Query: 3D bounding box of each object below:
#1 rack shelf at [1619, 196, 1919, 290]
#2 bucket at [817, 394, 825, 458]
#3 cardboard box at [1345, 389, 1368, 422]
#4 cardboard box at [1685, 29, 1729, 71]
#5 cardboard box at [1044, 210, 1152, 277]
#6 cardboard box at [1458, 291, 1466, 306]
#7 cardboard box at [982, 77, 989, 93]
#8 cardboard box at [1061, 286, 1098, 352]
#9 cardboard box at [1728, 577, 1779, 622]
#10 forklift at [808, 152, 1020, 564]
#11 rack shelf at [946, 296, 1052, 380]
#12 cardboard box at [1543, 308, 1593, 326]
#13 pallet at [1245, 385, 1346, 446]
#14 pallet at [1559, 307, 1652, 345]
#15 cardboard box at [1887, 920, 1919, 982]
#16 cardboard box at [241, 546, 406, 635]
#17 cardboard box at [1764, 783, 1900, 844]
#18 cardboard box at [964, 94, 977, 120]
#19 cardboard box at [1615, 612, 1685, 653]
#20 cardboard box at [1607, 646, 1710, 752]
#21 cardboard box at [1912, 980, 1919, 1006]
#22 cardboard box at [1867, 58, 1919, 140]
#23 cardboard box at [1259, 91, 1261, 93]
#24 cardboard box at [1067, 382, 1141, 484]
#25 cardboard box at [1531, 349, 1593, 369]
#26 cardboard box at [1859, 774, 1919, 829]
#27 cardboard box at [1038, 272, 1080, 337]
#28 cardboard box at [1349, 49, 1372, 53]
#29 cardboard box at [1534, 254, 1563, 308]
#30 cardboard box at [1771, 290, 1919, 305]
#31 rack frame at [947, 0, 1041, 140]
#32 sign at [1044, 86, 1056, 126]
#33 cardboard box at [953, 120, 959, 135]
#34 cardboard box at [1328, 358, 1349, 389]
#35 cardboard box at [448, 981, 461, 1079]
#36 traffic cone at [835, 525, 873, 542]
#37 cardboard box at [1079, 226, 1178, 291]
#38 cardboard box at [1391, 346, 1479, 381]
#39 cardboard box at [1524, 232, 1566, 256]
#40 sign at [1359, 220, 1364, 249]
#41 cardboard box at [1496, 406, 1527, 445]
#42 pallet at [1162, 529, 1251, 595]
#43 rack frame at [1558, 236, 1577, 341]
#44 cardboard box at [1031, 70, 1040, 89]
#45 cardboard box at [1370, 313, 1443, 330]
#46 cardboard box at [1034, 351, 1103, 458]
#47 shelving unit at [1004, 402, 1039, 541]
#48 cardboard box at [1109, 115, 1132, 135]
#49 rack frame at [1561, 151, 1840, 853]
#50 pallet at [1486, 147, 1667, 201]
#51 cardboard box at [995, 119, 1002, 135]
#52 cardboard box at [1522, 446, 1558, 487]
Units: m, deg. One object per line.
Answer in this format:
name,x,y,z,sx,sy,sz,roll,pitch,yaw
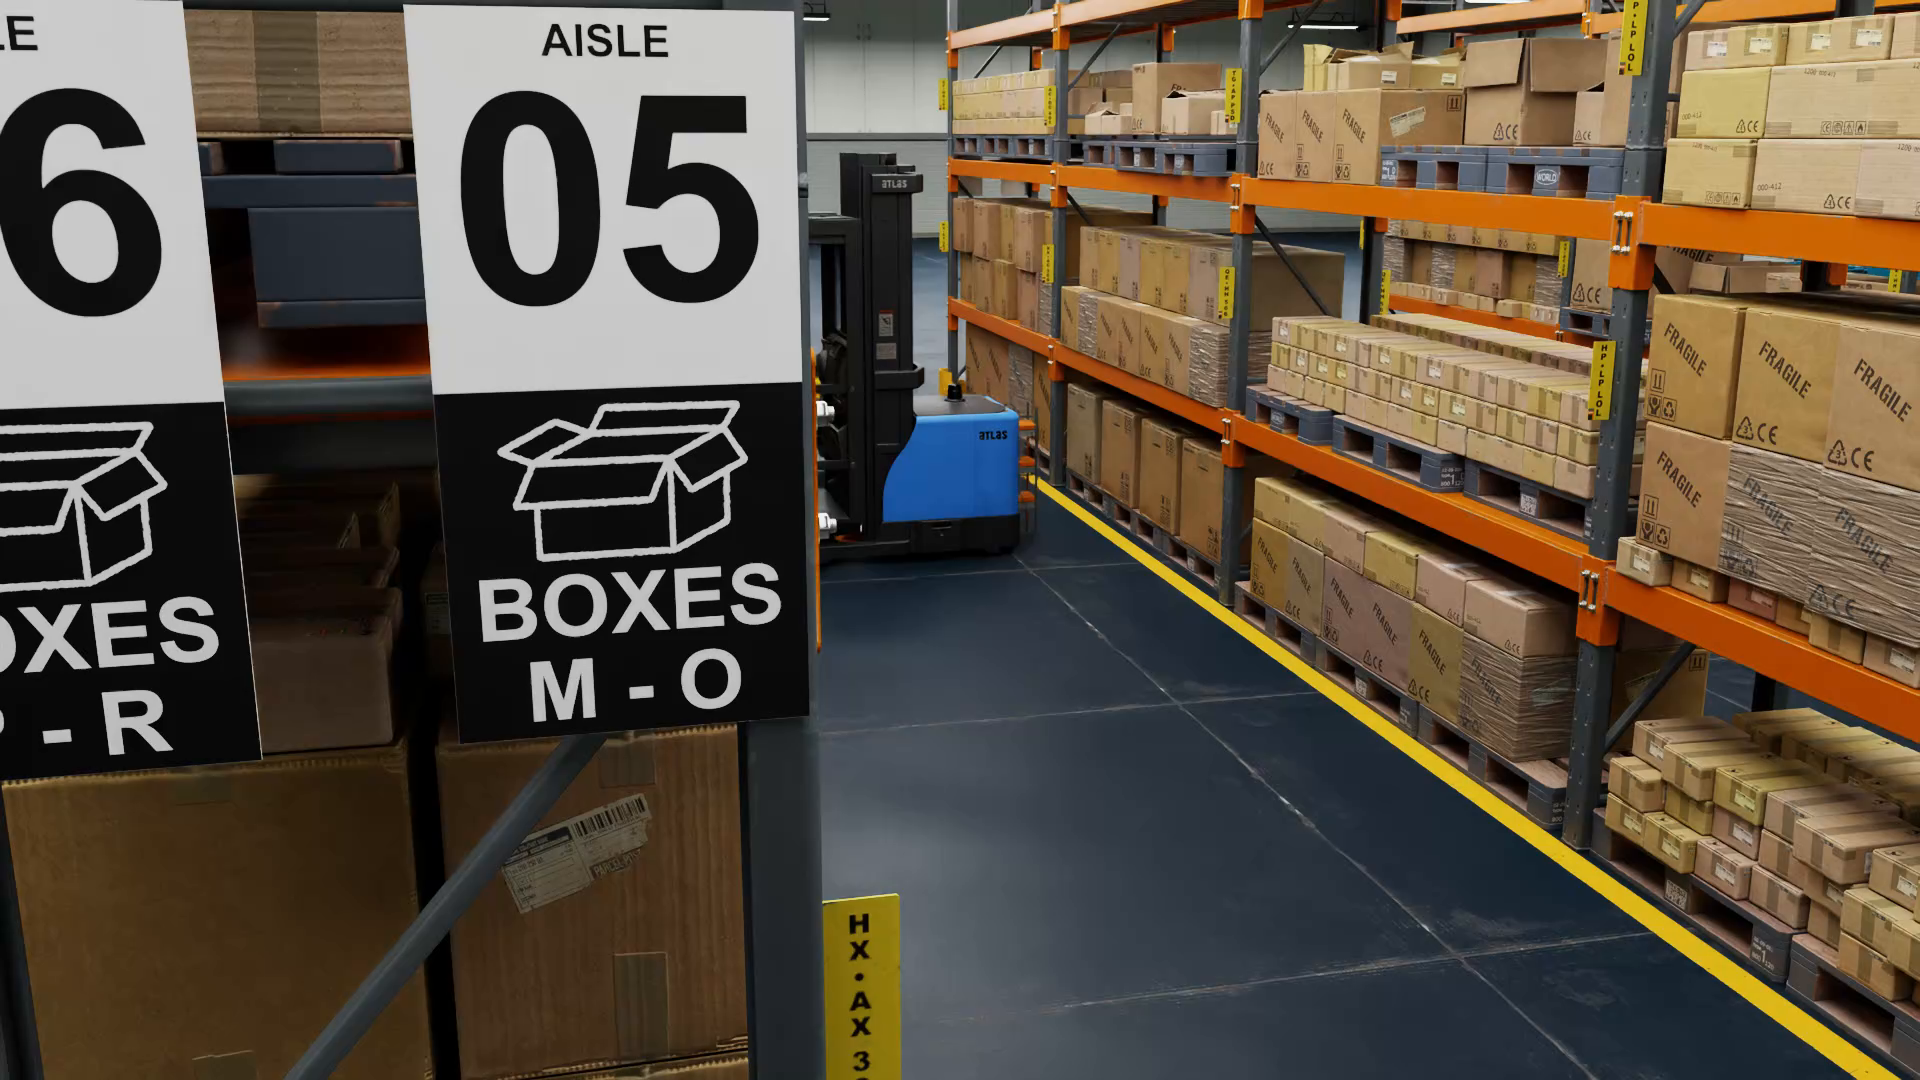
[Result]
rack shelf,3.652,-0.772,4.961,1.077,0.370,4.000,-3,14,-13
bucket,-0.970,-1.022,14.485,0.726,0.611,0.620,2,24,6
cardboard box,2.408,-0.768,9.396,0.380,0.149,0.250,-3,14,-11
cardboard box,3.015,-1.866,6.346,0.380,0.149,0.250,-4,14,-14
cardboard box,1.250,-2.656,14.885,0.875,0.550,0.550,-3,14,-13
cardboard box,5.490,-2.544,17.550,0.380,0.149,0.250,-3,14,-13
cardboard box,0.430,-4.481,16.381,0.380,0.149,0.250,-3,14,-14
cardboard box,1.165,-1.883,14.105,0.500,0.500,0.500,-3,14,-13
cardboard box,3.177,0.194,6.341,0.380,0.149,0.250,-4,14,-16
forklift,-1.123,-1.345,12.257,3.031,2.935,1.130,-3,14,-14
rack shelf,0.834,-2.083,16.648,1.077,0.370,4.000,-3,14,-13
cardboard box,5.812,-2.135,15.876,0.380,0.149,0.250,-3,14,-13
pallet,2.514,-0.797,10.272,1.213,0.211,1.003,-3,14,-13
pallet,6.186,-1.947,14.979,1.003,0.211,1.213,-3,14,-13
cardboard box,3.328,1.367,5.506,0.380,0.149,0.250,-3,14,-13
cardboard box,-1.028,0.118,2.439,0.380,0.149,0.250,-3,14,-12
cardboard box,3.259,1.039,6.224,0.380,0.149,0.250,-4,14,-15
cardboard box,0.348,-4.432,17.023,0.500,0.250,0.500,-3,14,-14
cardboard box,3.265,0.335,8.036,0.500,0.250,0.500,-4,14,-16
cardboard box,3.266,0.700,8.126,0.500,0.500,0.500,-3,14,-11
cardboard box,3.435,1.511,5.545,0.380,0.149,0.250,-3,14,-12
cardboard box,3.279,-1.396,5.264,0.500,0.250,0.500,-3,14,-12
cardboard box,2.048,-3.128,12.182,0.500,0.311,0.500,-4,14,-14
cardboard box,1.536,-0.944,14.326,1.050,0.750,0.750,-3,14,-13
cardboard box,3.232,-0.911,8.727,0.380,0.149,0.250,-3,14,-11
cardboard box,3.668,1.012,6.333,0.380,0.149,0.250,-3,14,-11
cardboard box,1.205,-2.128,15.002,0.875,0.550,0.550,-3,14,-13
cardboard box,2.590,-2.847,10.116,0.396,0.266,0.258,-3,14,-13
cardboard box,6.103,-2.525,16.103,0.875,0.500,0.500,-3,14,-13
cardboard box,3.555,-0.711,6.572,0.500,0.500,0.500,-4,14,-15
rack frame,0.364,-5.808,17.740,1.000,3.000,0.127,-3,14,-13
sign,0.764,-3.687,14.120,0.100,0.325,0.005,-3,14,-13
cardboard box,0.133,-4.385,17.667,0.380,0.149,0.250,-3,14,-13
cardboard box,2.352,-0.970,9.595,0.380,0.149,0.250,-3,14,-13
cardboard box,-1.140,0.835,2.979,0.500,0.500,0.500,-4,14,-14
traffic cone,-0.792,-0.220,12.854,0.336,0.463,0.334,-3,14,-13
cardboard box,1.426,-2.391,14.077,0.700,0.500,0.500,-4,14,-14
cardboard box,2.528,-0.941,8.849,0.380,0.149,0.250,-3,14,-14
cardboard box,5.775,-2.991,15.907,0.500,0.500,0.500,-3,14,-13
sign,4.681,-3.537,19.261,0.100,0.325,0.005,-3,14,-13
cardboard box,2.778,-0.551,7.879,0.380,0.149,0.250,-3,14,-11
pallet,2.131,0.120,11.990,1.003,0.211,1.213,-3,14,-13
rack frame,6.148,-2.224,15.711,1.000,3.000,0.127,-3,14,-13
cardboard box,0.848,-4.071,14.703,0.380,0.149,0.250,-3,14,-13
cardboard box,2.803,-1.332,10.449,0.380,0.149,0.250,-4,14,-15
cardboard box,1.224,-1.292,15.487,0.875,0.875,0.875,-3,14,-12
shelving unit,0.468,-0.525,12.862,0.215,1.050,0.252,-3,14,-14
cardboard box,1.380,-3.221,12.904,0.380,0.149,0.250,-3,14,-13
rack frame,3.182,-0.126,7.120,1.000,3.000,0.127,-3,14,-13
pallet,3.141,-1.640,7.394,1.213,0.211,1.003,-3,14,-13
cardboard box,0.548,-3.977,15.999,0.380,0.149,0.250,-3,14,-13
cardboard box,2.835,-0.348,7.675,0.380,0.149,0.250,-3,14,-13
